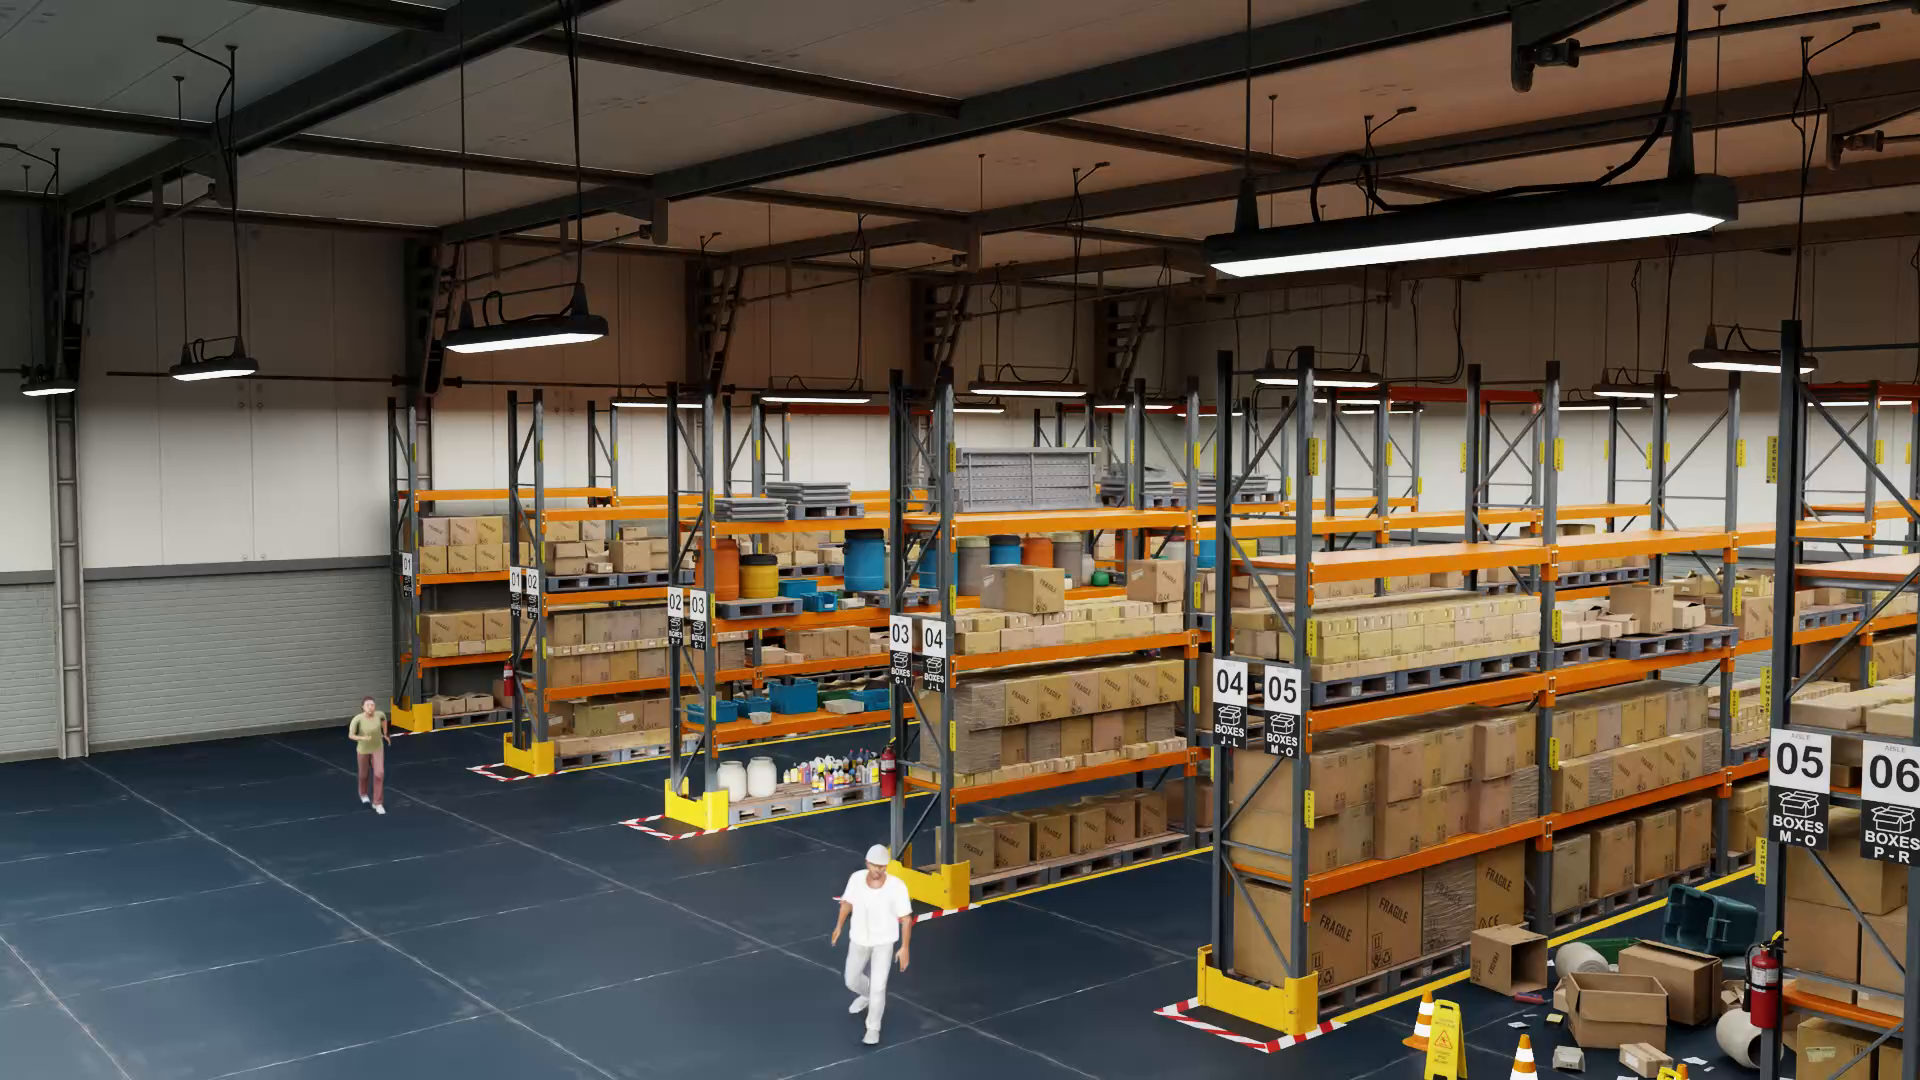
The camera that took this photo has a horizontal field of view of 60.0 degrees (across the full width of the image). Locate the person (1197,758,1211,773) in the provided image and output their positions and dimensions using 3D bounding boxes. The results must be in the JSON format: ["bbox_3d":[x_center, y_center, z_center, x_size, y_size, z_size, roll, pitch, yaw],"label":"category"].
[{"bbox_3d":[3.649,2.924,24.378,0.457,1.686,0.587,-1,3,-9],"label":"person"}]

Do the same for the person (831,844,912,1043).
[{"bbox_3d":[-0.750,3.458,14.534,0.770,1.708,0.752,1,3,14],"label":"person"}]

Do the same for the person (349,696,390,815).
[{"bbox_3d":[-8.305,2.981,23.379,0.576,1.640,0.940,-2,4,-26],"label":"person"}]
